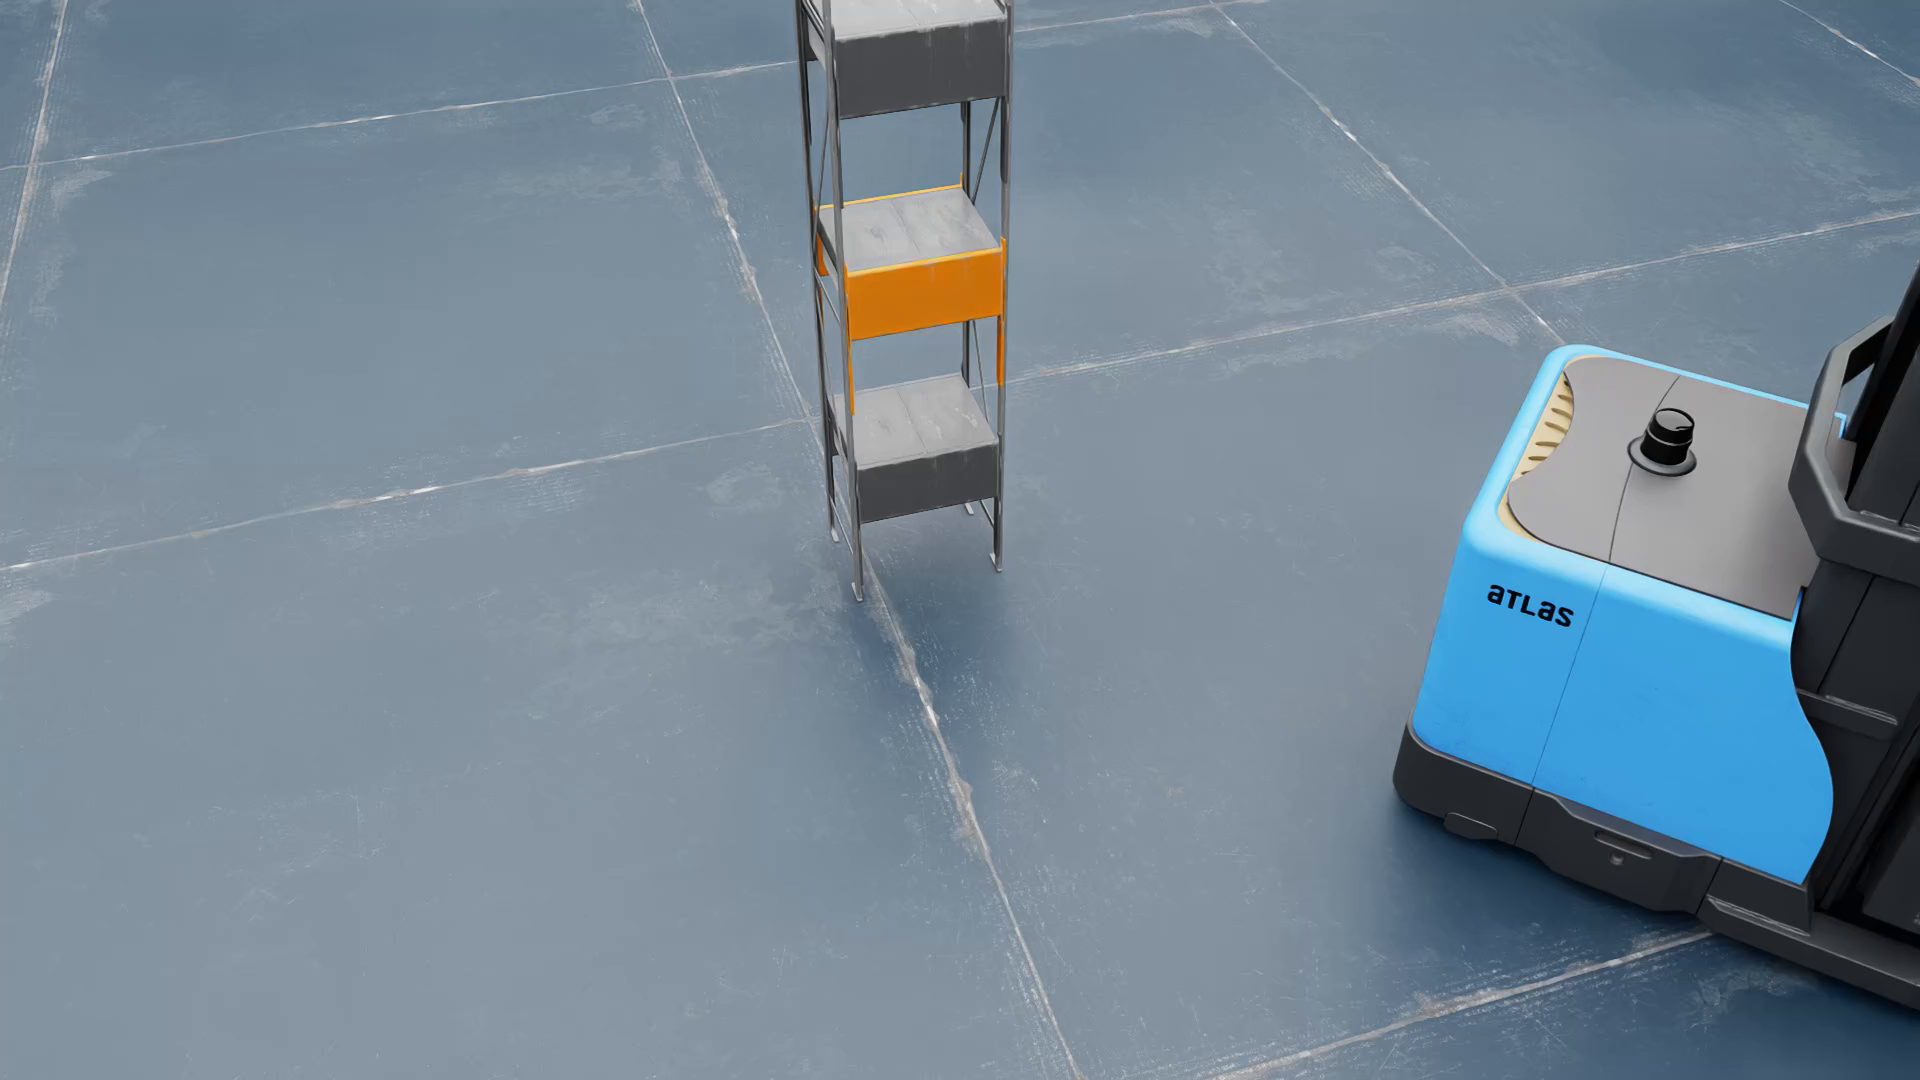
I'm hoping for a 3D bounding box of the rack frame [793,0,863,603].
[{"bbox_3d":[-0.391,-0.710,4.967,0.015,2.100,0.400,-12,42,-13],"label":"rack frame"}]

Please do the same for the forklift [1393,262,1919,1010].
[{"bbox_3d":[2.800,-0.135,3.677,3.031,2.935,1.130,20,45,21],"label":"forklift"}]

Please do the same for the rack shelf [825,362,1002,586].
[{"bbox_3d":[-0.158,-0.221,5.491,0.480,0.518,0.431,-12,42,-13],"label":"rack shelf"}]

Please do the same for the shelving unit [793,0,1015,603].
[{"bbox_3d":[-0.158,-0.758,5.022,0.503,2.100,0.431,-12,42,-13],"label":"shelving unit"}]

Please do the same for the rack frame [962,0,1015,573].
[{"bbox_3d":[0.075,-0.806,5.077,0.015,2.100,0.400,-12,42,-13],"label":"rack frame"}]

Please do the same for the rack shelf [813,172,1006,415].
[{"bbox_3d":[-0.158,-0.748,5.031,0.480,0.518,0.431,-12,42,-13],"label":"rack shelf"}]

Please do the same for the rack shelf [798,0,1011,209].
[{"bbox_3d":[-0.158,-1.275,4.570,0.480,0.518,0.431,-12,42,-13],"label":"rack shelf"}]
